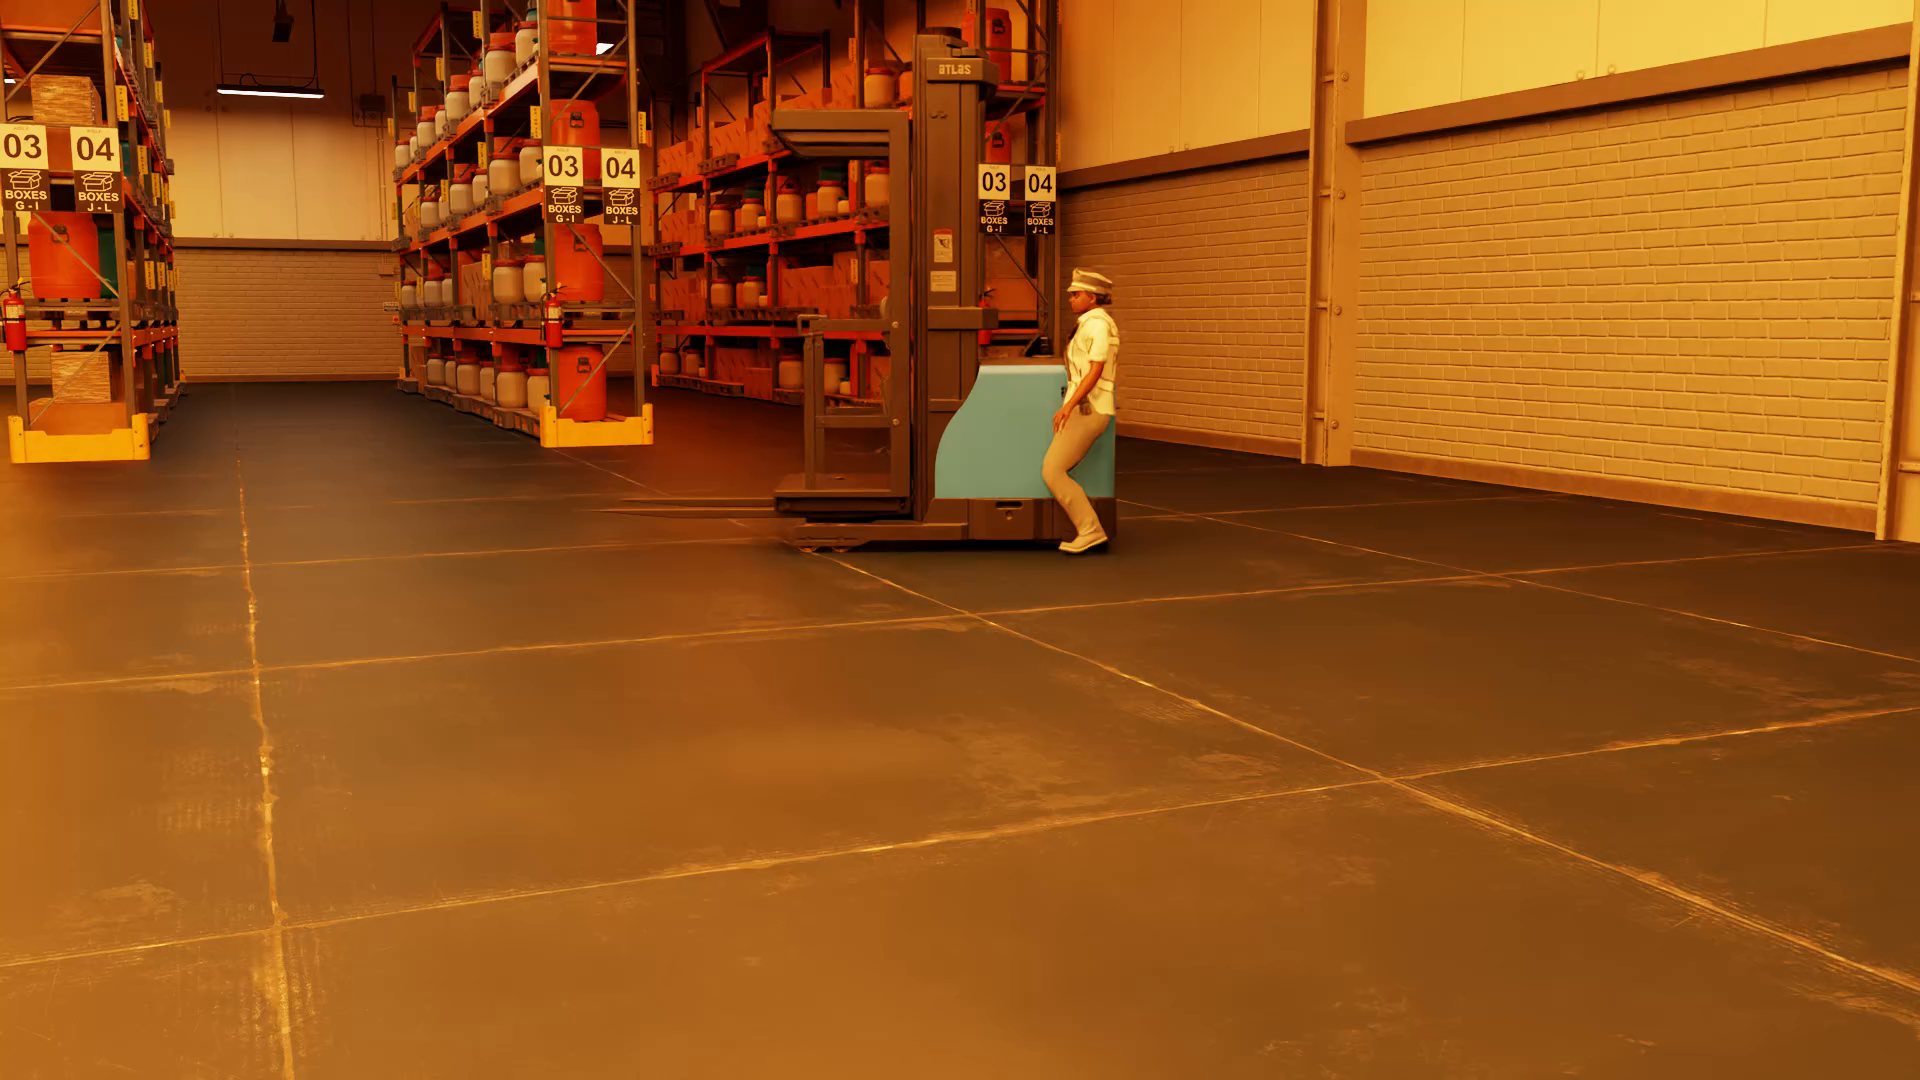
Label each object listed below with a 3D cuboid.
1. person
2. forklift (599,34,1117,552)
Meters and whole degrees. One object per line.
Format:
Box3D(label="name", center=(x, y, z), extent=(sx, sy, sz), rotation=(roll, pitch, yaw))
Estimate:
Box3D(label="person", center=(0.625, -0.743, 9.575), extent=(0.575, 1.614, 0.654), rotation=(1, 8, 5))
Box3D(label="forklift", center=(-0.610, -1.451, 9.948), extent=(3.031, 2.935, 1.130), rotation=(0, 8, -1))
